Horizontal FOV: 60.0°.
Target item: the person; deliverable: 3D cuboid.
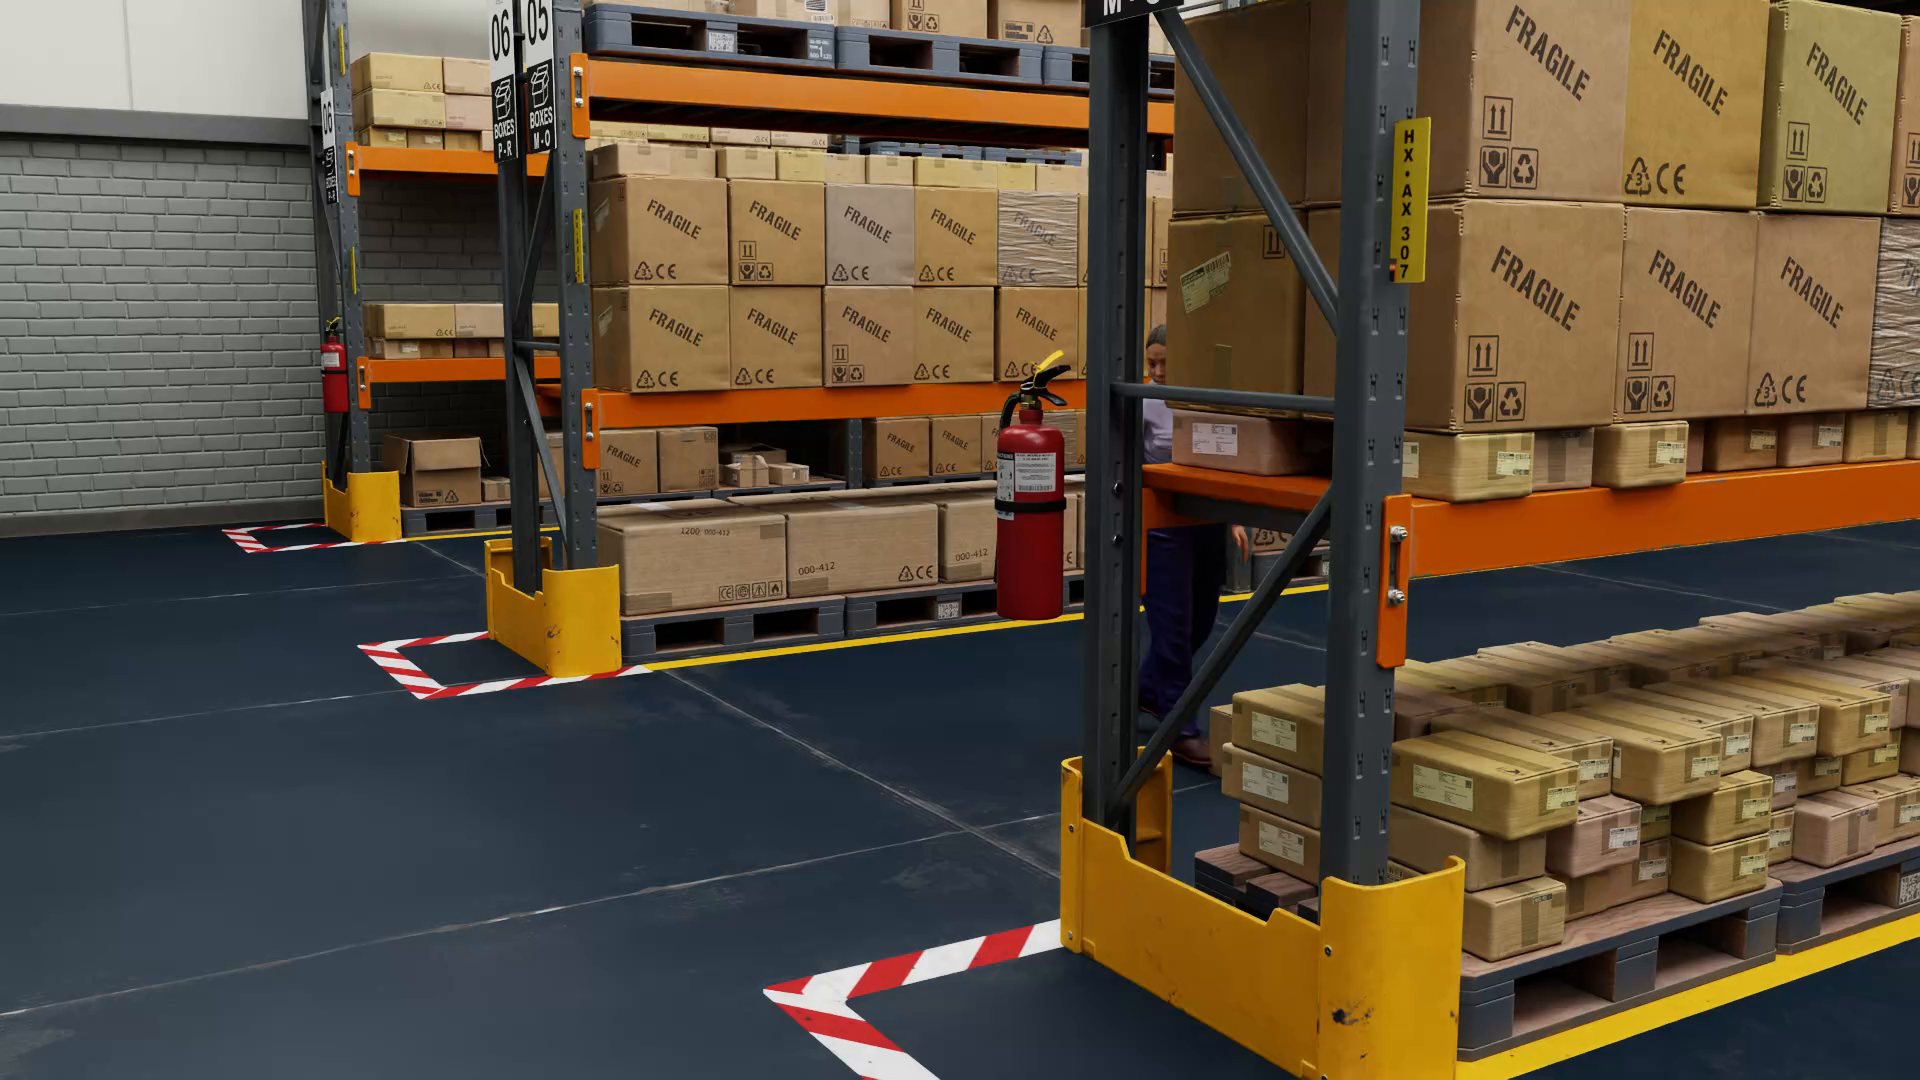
[{"bbox_3d":[0.846,-0.011,6.375,0.509,1.630,0.739,-6,10,-36],"label":"person"}]
